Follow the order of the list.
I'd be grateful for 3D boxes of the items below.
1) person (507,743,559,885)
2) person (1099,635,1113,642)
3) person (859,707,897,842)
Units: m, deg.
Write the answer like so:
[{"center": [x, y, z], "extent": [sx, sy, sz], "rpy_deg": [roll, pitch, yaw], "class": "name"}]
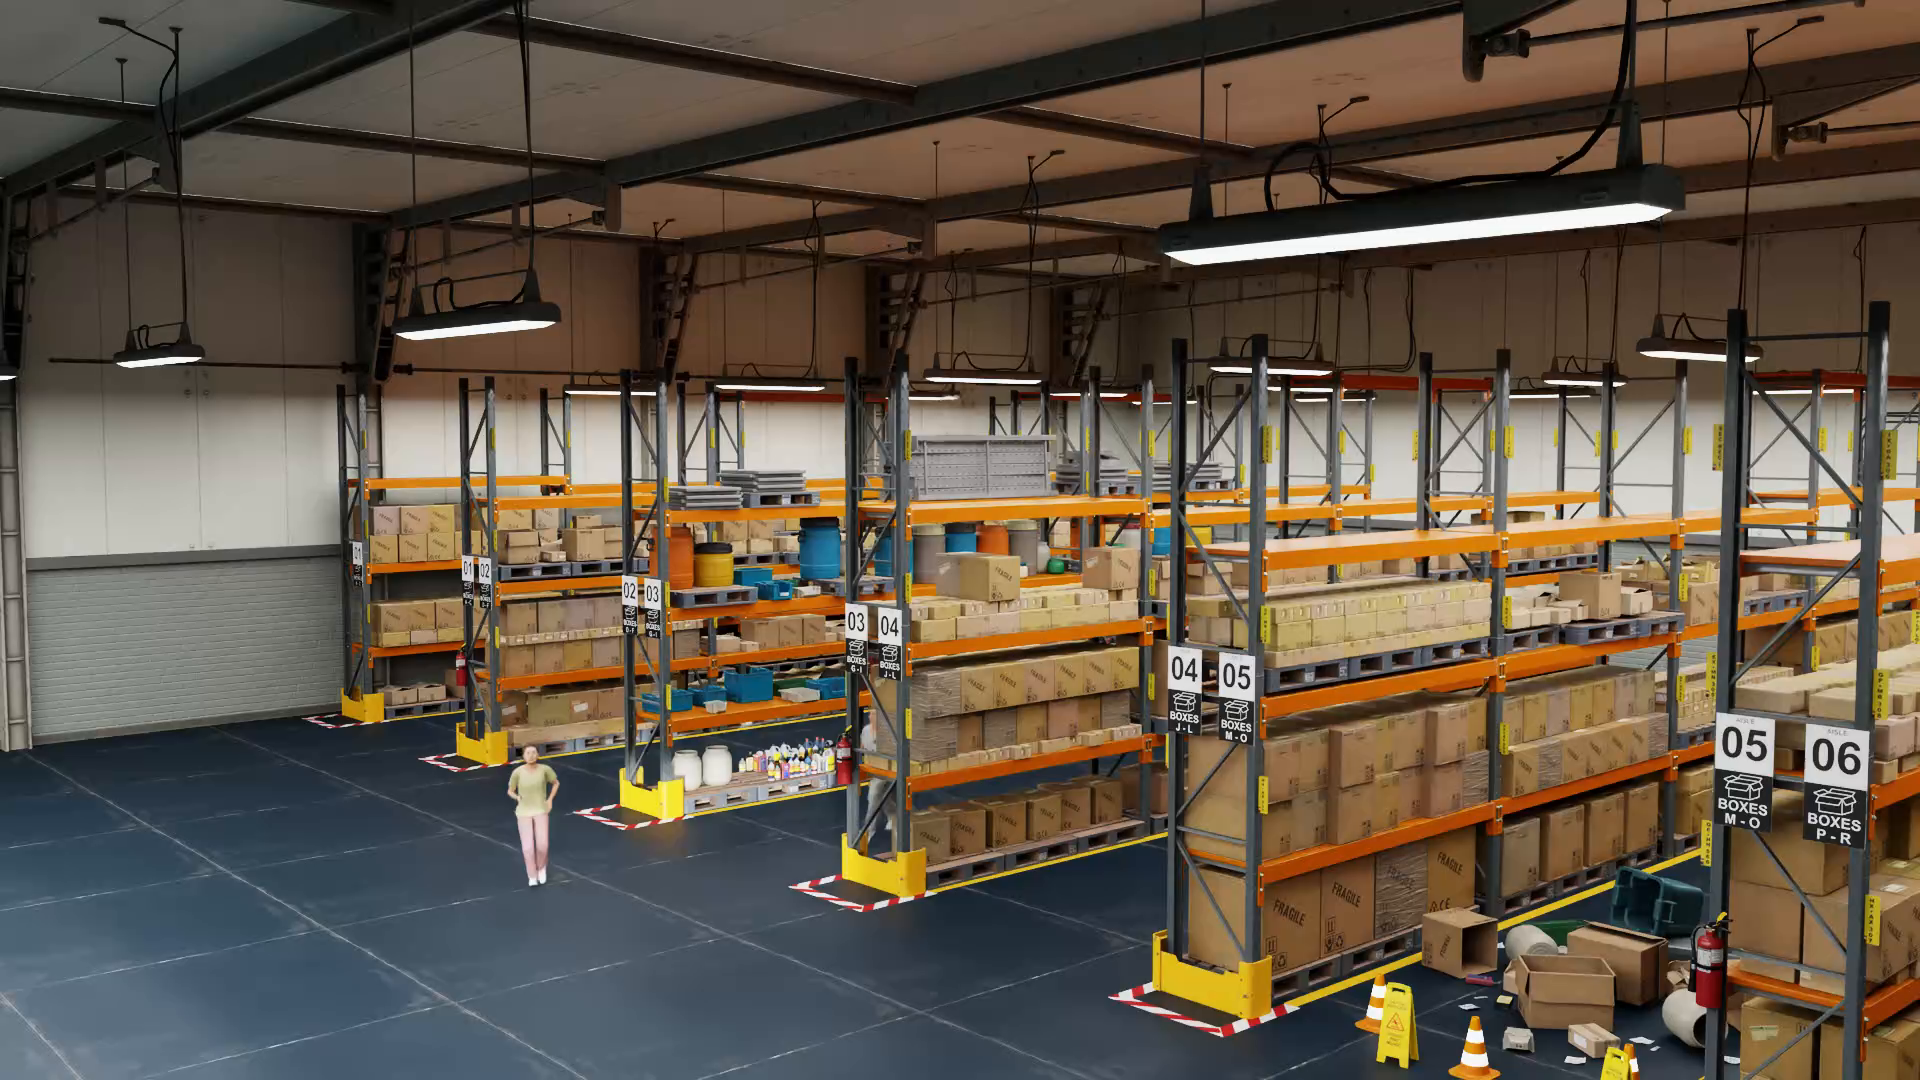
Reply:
[{"center": [-4.812, 3.104, 18.750], "extent": [0.569, 1.628, 0.536], "rpy_deg": [-1, 4, -12], "class": "person"}, {"center": [2.920, 1.901, 32.515], "extent": [0.567, 1.695, 0.865], "rpy_deg": [3, 5, 39], "class": "person"}, {"center": [-1.042, 2.927, 21.093], "extent": [0.561, 1.700, 0.885], "rpy_deg": [3, 5, 40], "class": "person"}]
